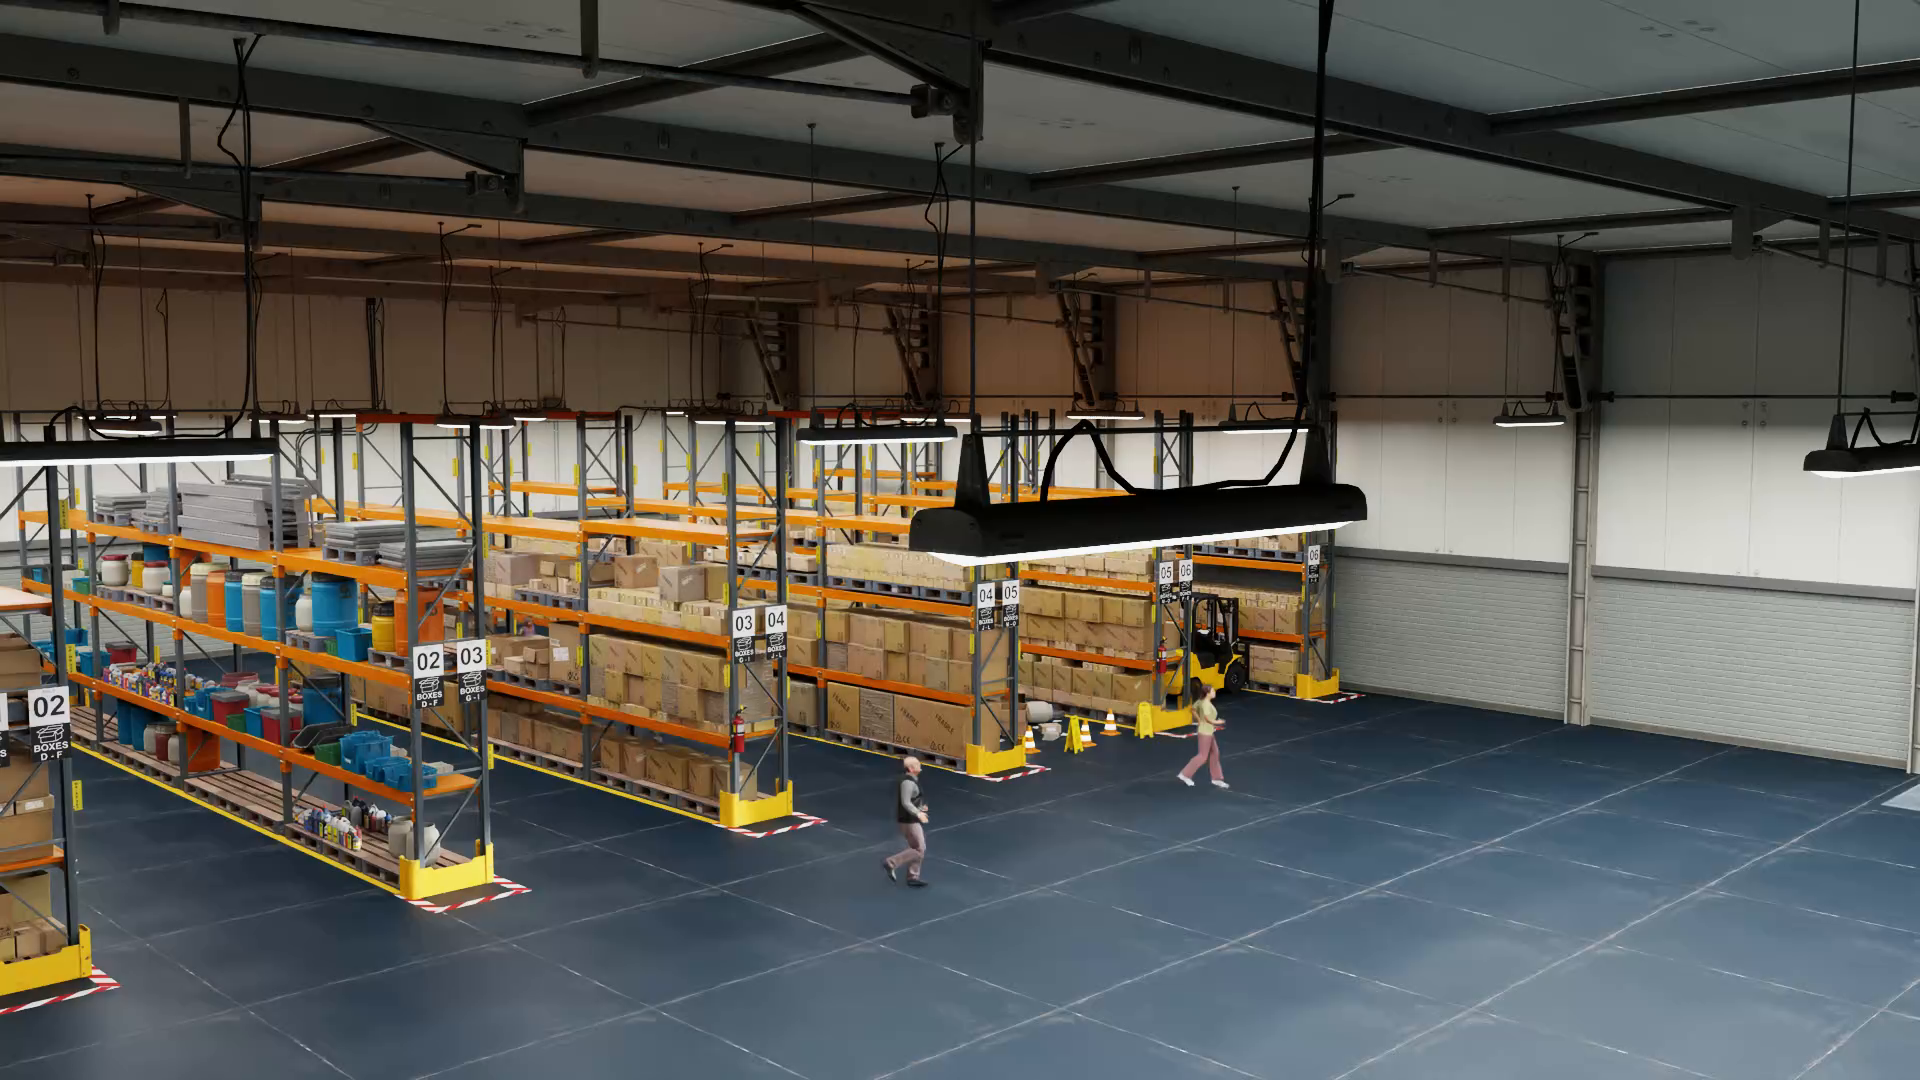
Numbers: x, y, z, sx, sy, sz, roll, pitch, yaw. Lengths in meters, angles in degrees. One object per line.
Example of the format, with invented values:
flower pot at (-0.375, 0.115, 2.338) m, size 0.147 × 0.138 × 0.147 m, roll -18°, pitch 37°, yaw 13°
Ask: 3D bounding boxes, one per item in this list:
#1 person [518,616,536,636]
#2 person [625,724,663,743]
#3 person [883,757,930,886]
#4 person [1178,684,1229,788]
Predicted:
person at (-9.349, 2.431, 35.836) m, size 0.863 × 1.618 × 0.562 m, roll 4°, pitch 7°, yaw 41°
person at (-5.753, 2.846, 30.497) m, size 0.891 × 1.747 × 0.585 m, roll 4°, pitch 7°, yaw 42°
person at (-0.702, 3.635, 21.470) m, size 0.645 × 1.702 × 0.662 m, roll -1°, pitch 5°, yaw -10°
person at (3.941, 3.165, 26.821) m, size 0.846 × 1.702 × 0.592 m, roll 0°, pitch 5°, yaw 1°
